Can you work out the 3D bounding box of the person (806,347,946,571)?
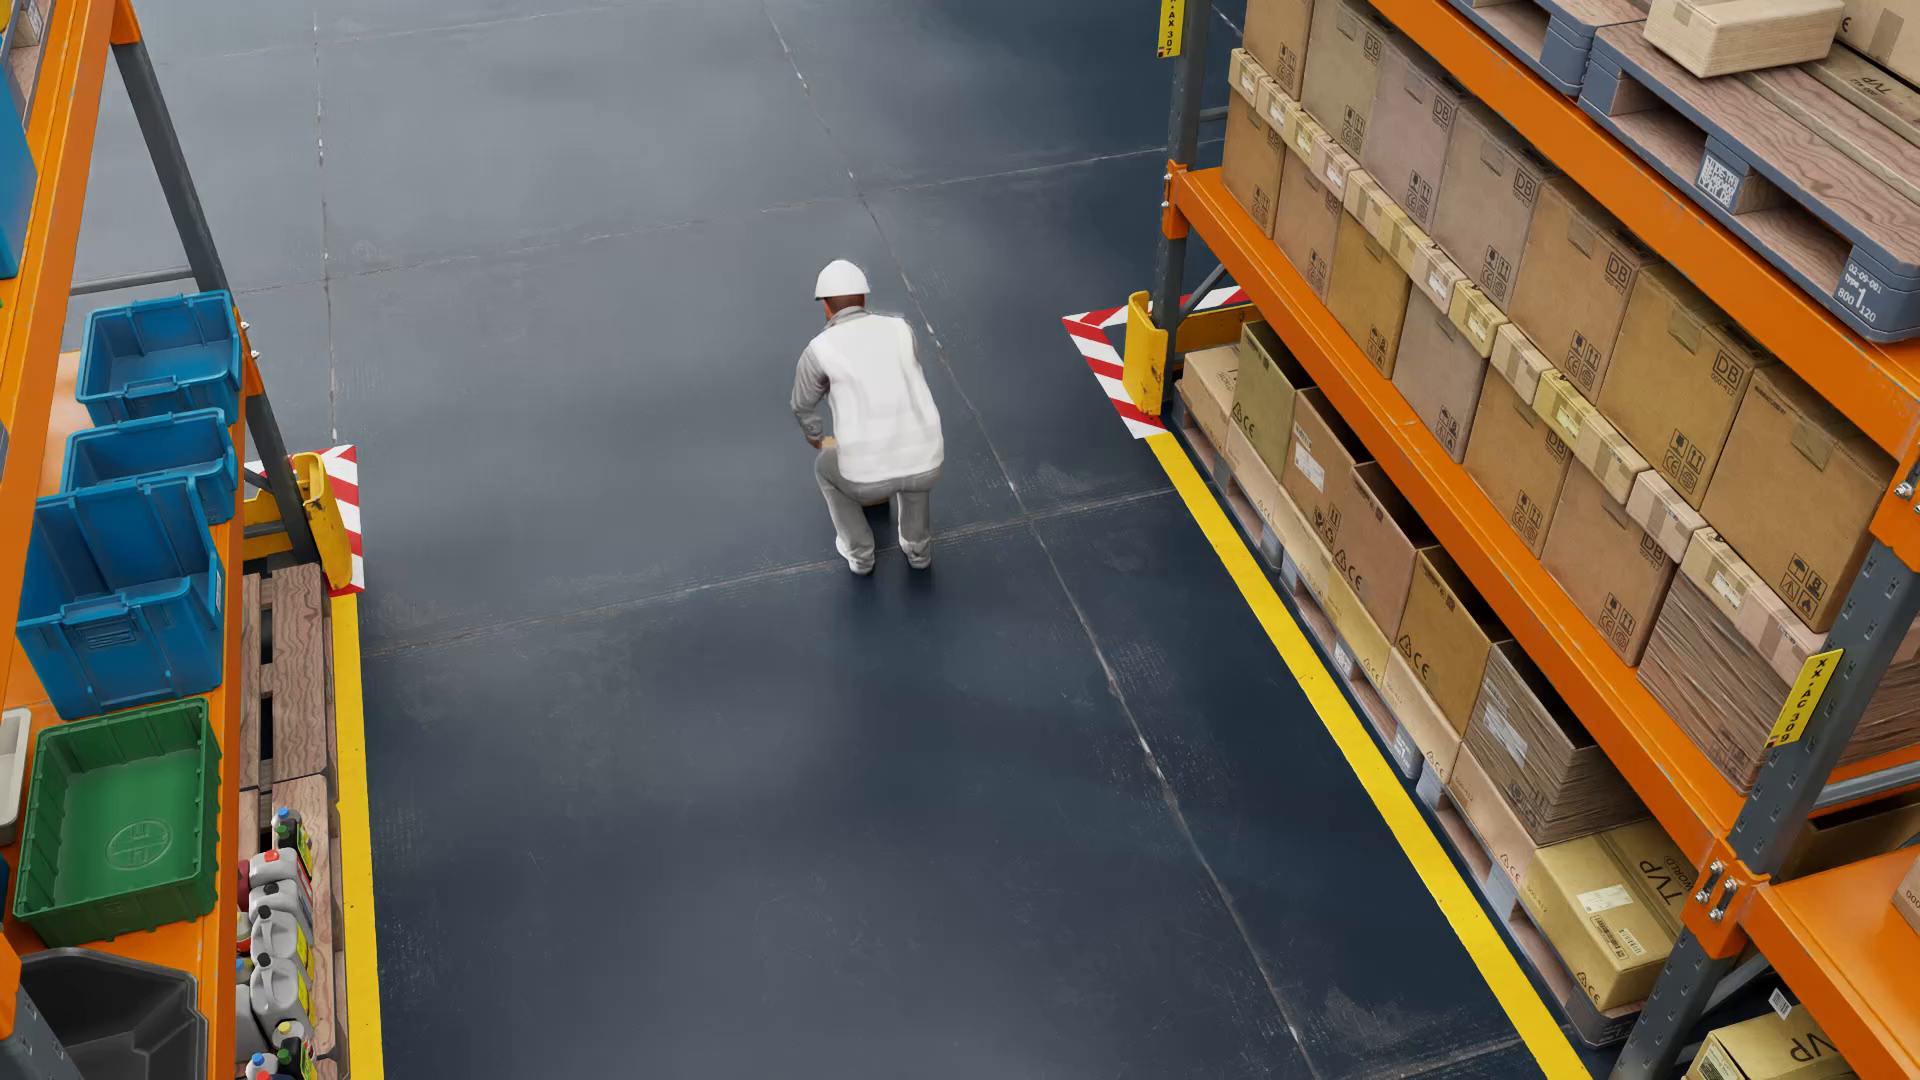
[{"bbox_3d":[-0.390,-0.385,7.221,0.506,0.916,1.000,-14,44,-15],"label":"person"}]
